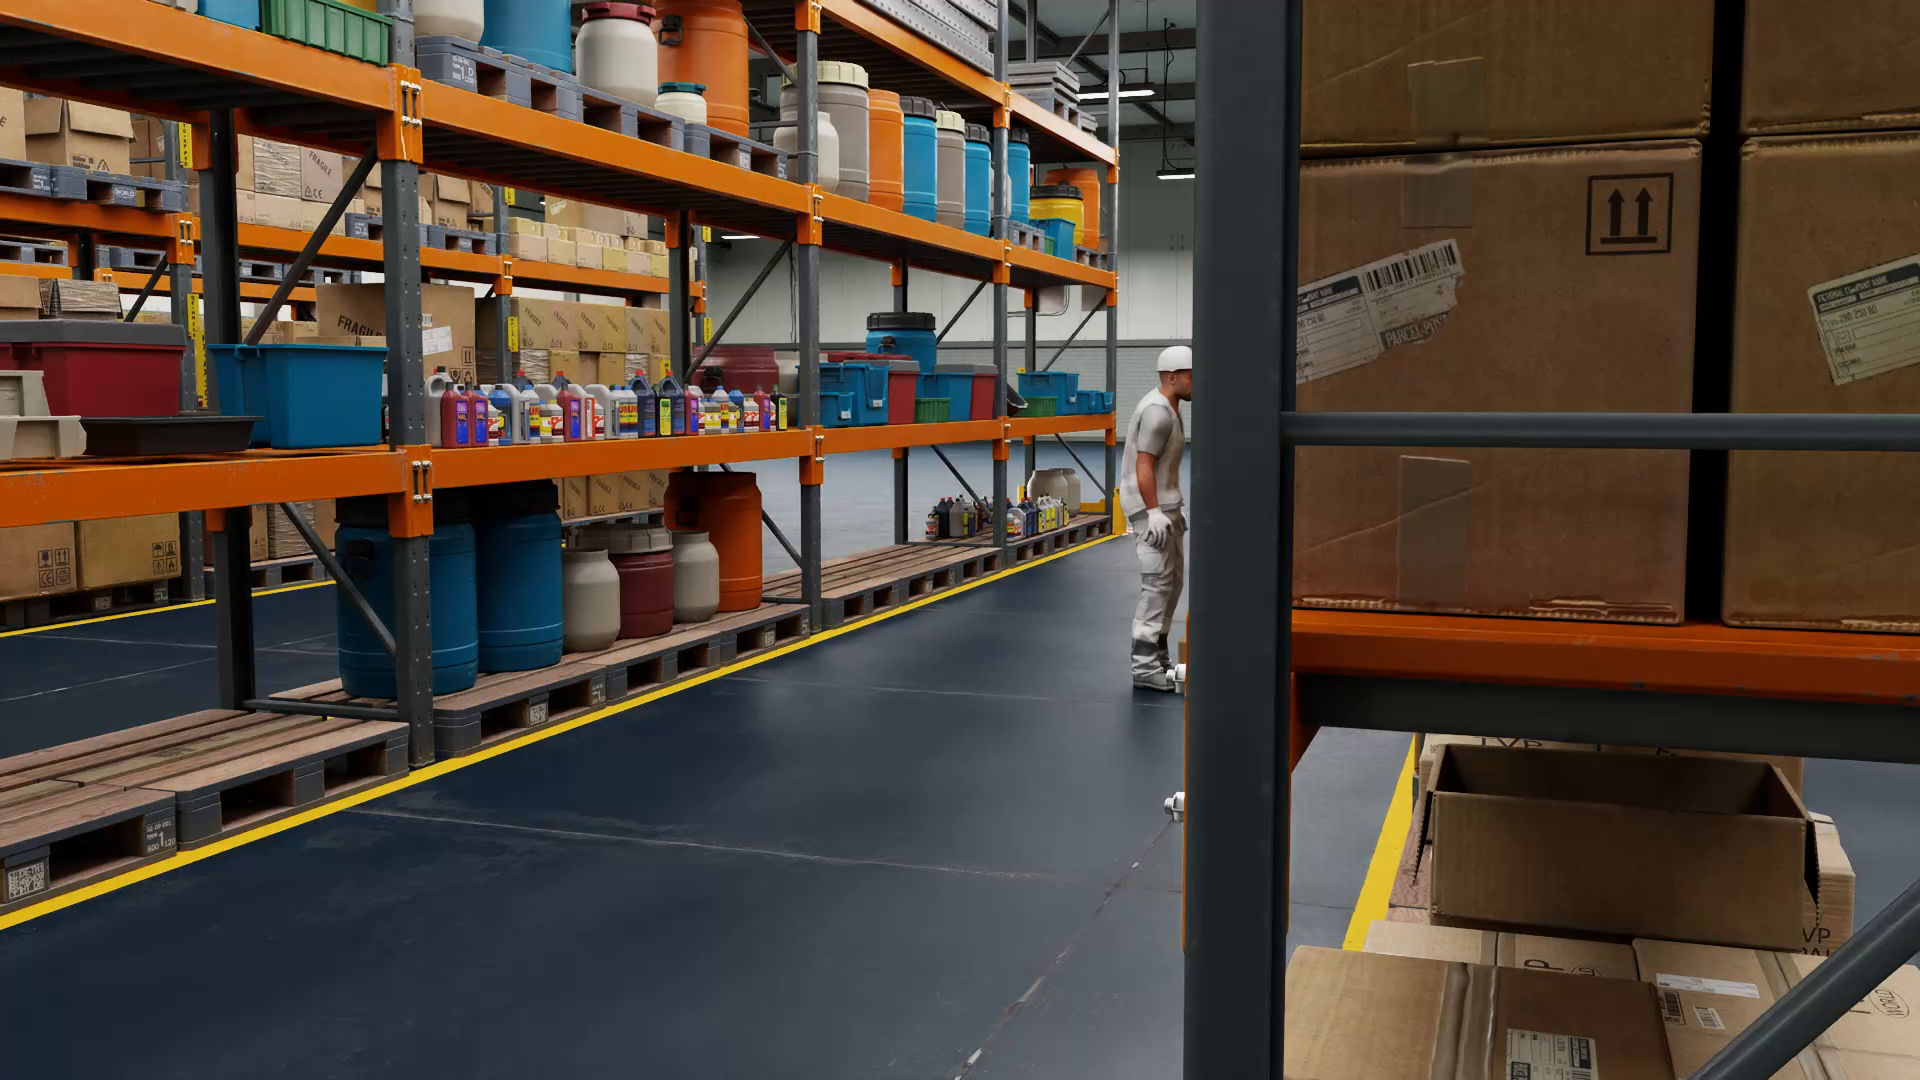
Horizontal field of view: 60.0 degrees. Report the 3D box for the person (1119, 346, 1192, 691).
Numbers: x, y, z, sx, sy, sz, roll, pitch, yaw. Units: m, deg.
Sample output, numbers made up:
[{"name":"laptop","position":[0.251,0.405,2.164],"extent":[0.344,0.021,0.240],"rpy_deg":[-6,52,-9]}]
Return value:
[{"name":"person","position":[1.075,-0.125,8.743],"extent":[0.455,1.779,0.612],"rpy_deg":[2,5,18]}]
